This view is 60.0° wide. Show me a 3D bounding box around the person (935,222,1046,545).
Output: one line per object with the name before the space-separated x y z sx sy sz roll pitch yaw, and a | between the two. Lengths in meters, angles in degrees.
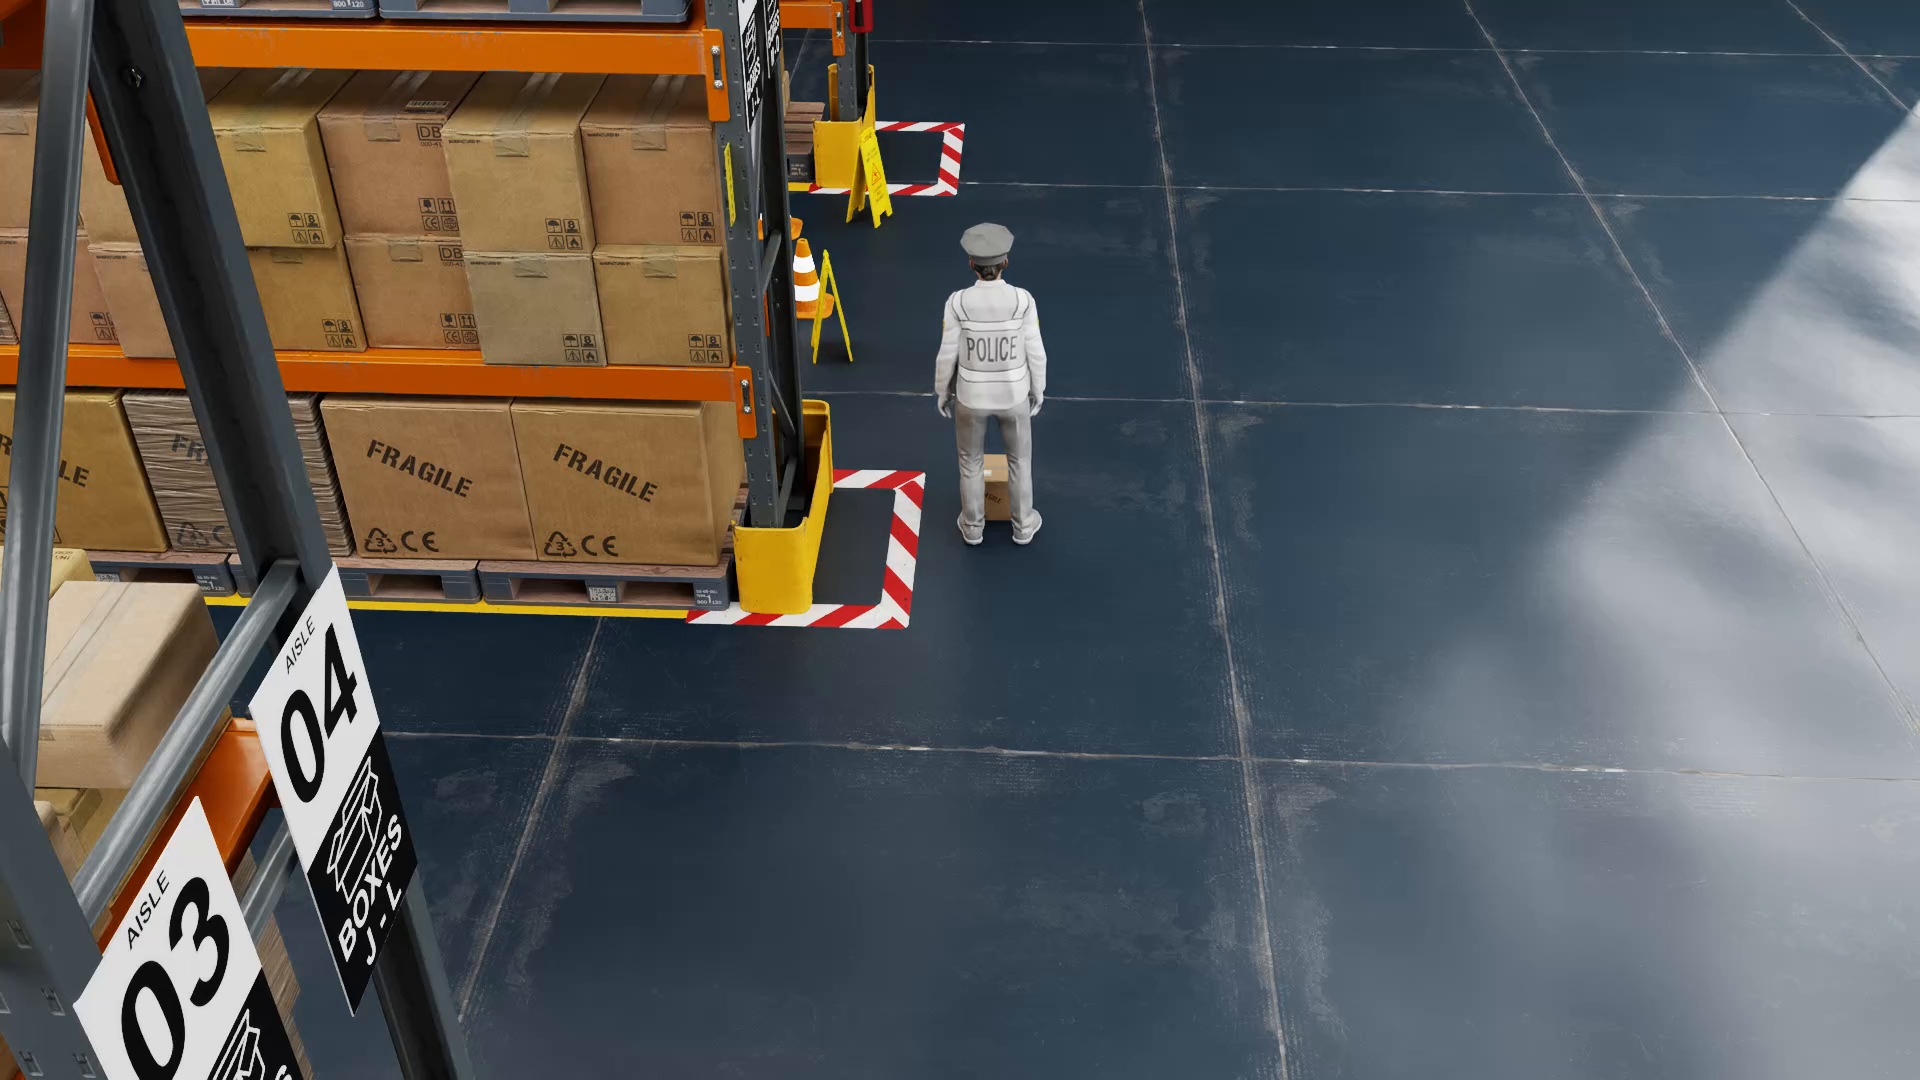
person | 0.151 -0.708 8.087 0.547 1.666 0.370 0 36 -1
